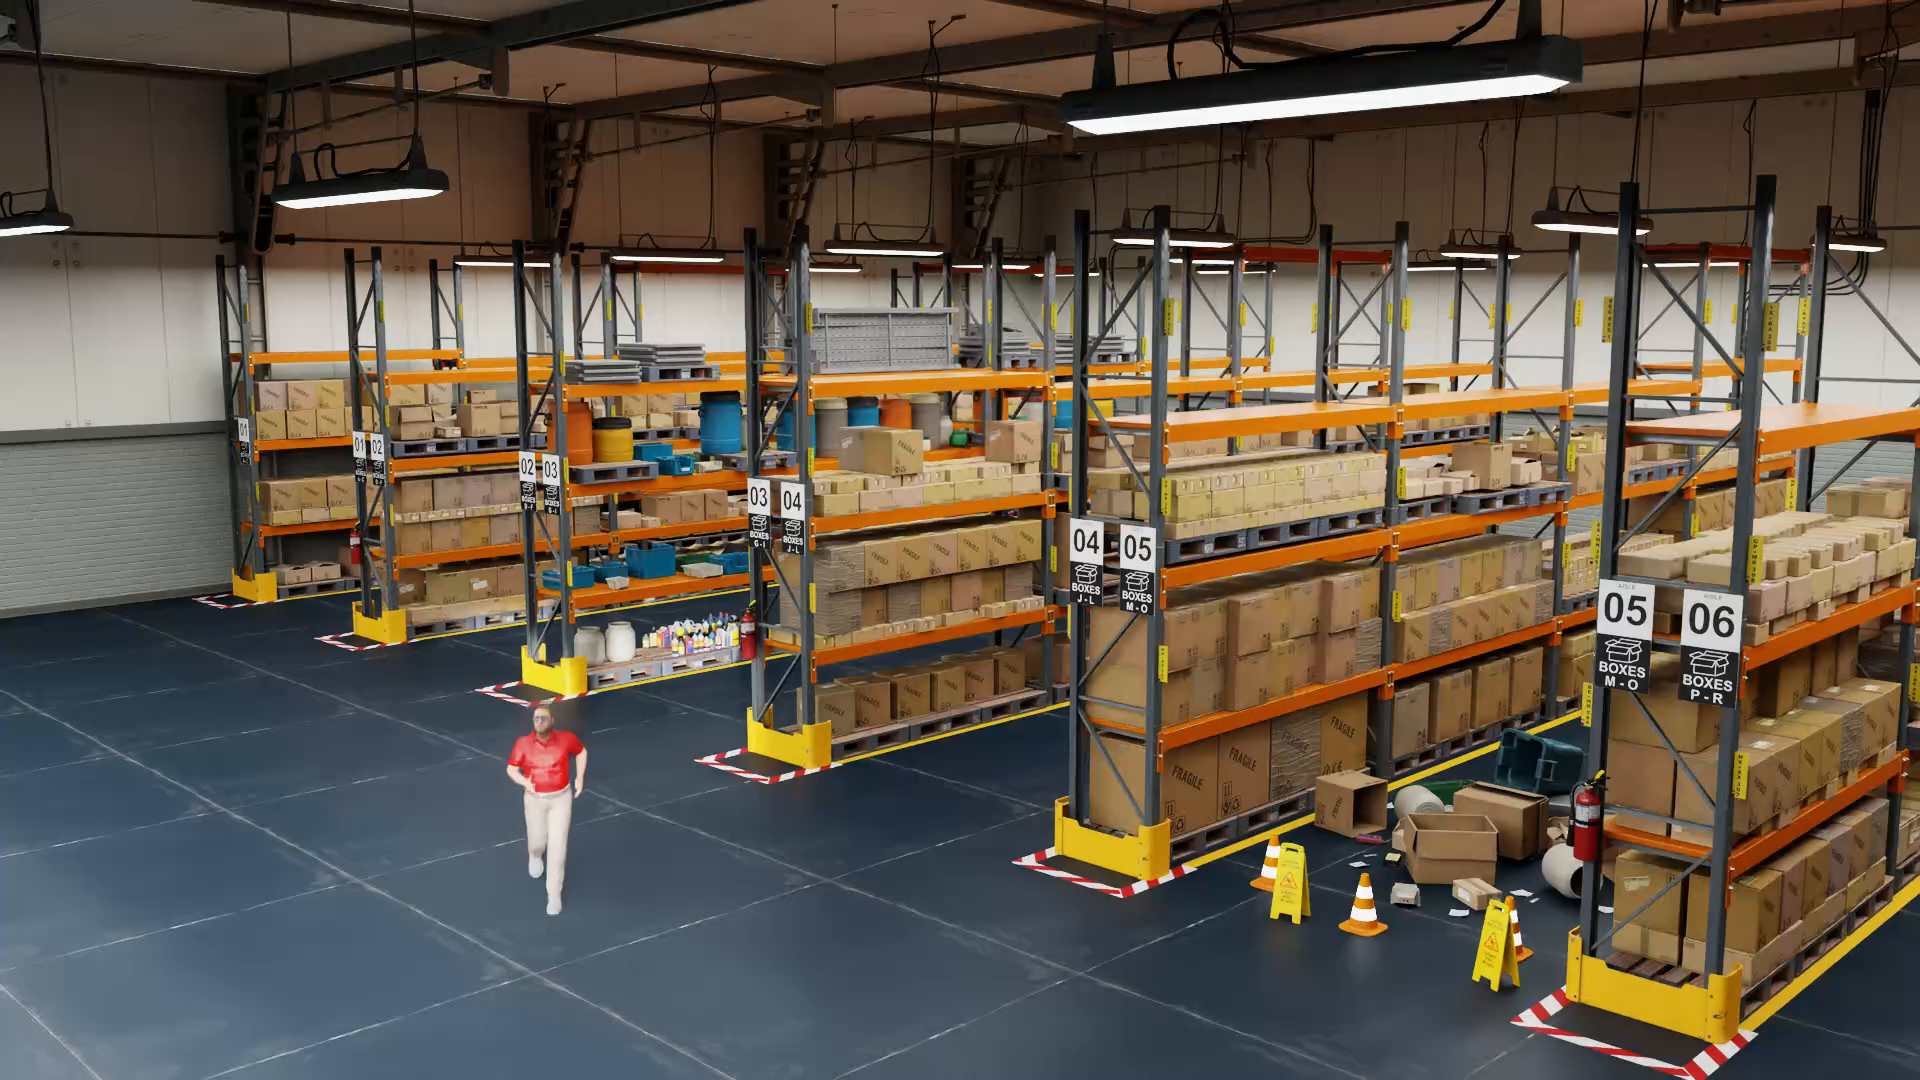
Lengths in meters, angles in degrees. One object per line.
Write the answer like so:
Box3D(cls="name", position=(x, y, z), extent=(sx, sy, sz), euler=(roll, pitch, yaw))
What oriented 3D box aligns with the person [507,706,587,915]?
Box3D(cls="person", position=(-3.589, 2.312, 14.510), extent=(0.672, 1.677, 0.966), euler=(-1, 8, -10))
